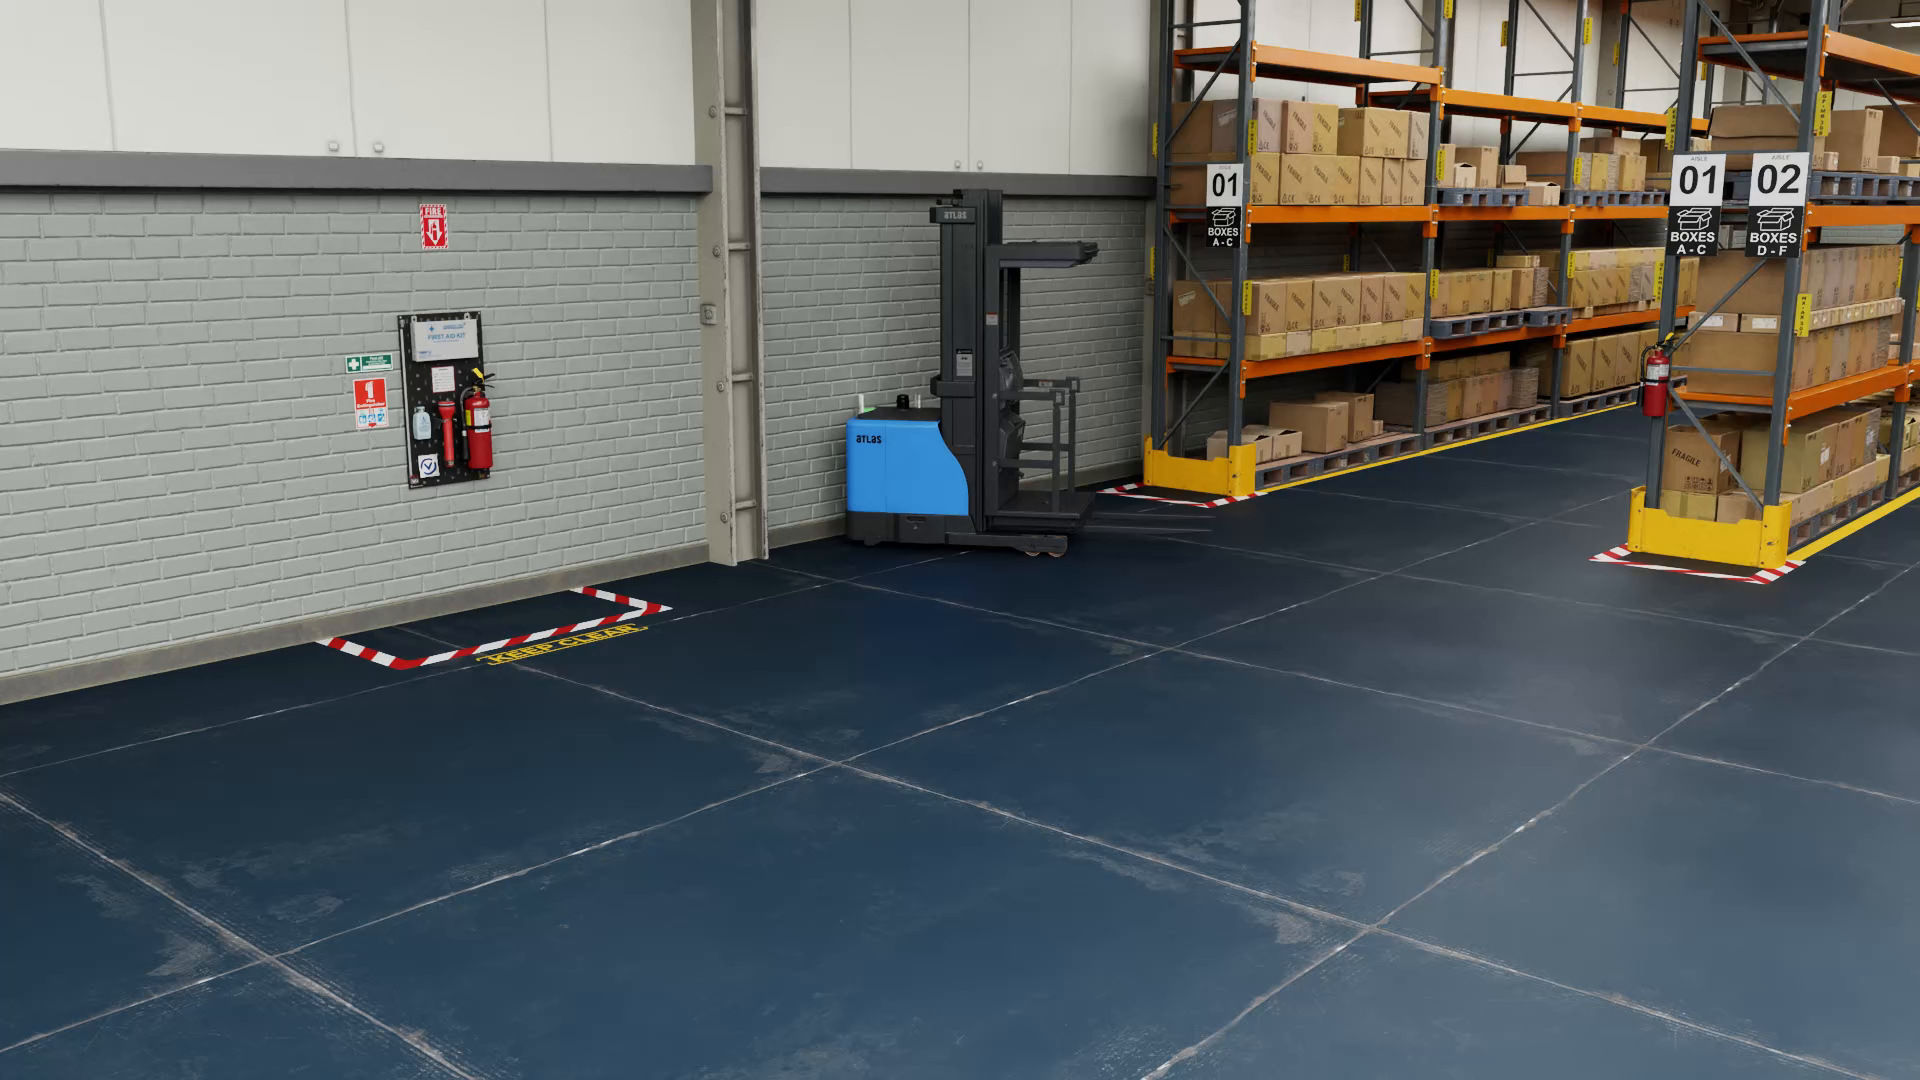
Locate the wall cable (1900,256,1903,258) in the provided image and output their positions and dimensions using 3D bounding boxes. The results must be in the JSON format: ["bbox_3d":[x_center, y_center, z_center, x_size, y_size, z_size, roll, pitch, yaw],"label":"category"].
[{"bbox_3d":[16.922,-6.540,31.910,3.097,2.526,0.112,10,15,40],"label":"wall cable"}]

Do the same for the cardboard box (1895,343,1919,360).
[{"bbox_3d":[9.460,-1.911,16.760,0.380,0.149,0.250,10,15,40],"label":"cardboard box"}]

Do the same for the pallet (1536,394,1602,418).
[{"bbox_3d":[8.216,-1.897,23.170,1.003,0.211,1.213,10,15,40],"label":"pallet"}]

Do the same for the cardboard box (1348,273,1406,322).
[{"bbox_3d":[4.593,-2.690,18.438,0.500,0.500,0.500,10,15,40],"label":"cardboard box"}]

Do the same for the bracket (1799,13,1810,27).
[{"bbox_3d":[16.157,-9.915,31.689,0.235,0.232,0.430,10,15,40],"label":"bracket"}]

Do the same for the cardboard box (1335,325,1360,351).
[{"bbox_3d":[3.927,-2.175,17.773,0.500,0.250,0.500,10,15,41],"label":"cardboard box"}]

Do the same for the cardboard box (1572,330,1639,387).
[{"bbox_3d":[9.363,-2.655,24.261,0.750,0.750,0.750,10,15,42],"label":"cardboard box"}]

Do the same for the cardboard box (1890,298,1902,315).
[{"bbox_3d":[8.703,-2.229,15.803,0.380,0.149,0.250,10,15,40],"label":"cardboard box"}]

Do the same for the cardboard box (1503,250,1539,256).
[{"bbox_3d":[7.743,-3.831,22.753,0.500,0.250,0.500,10,15,42],"label":"cardboard box"}]

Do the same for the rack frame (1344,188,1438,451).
[{"bbox_3d":[4.998,-2.570,19.419,1.000,3.000,0.127,10,15,40],"label":"rack frame"}]

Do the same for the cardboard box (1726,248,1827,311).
[{"bbox_3d":[6.777,-2.179,13.897,0.700,0.500,0.500,9,15,39],"label":"cardboard box"}]

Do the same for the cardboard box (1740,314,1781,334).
[{"bbox_3d":[6.502,-1.738,13.345,0.380,0.149,0.250,10,15,40],"label":"cardboard box"}]

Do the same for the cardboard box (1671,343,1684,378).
[{"bbox_3d":[10.850,-2.824,26.000,0.700,0.500,0.500,10,15,41],"label":"cardboard box"}]

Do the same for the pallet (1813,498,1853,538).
[{"bbox_3d":[7.360,-0.271,15.026,1.003,0.211,1.213,10,15,40],"label":"pallet"}]

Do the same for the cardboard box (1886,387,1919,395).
[{"bbox_3d":[10.796,-1.612,19.139,0.500,0.311,0.500,10,15,42],"label":"cardboard box"}]

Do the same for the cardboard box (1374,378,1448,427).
[{"bbox_3d":[5.472,-1.670,20.173,0.700,0.500,0.500,10,15,42],"label":"cardboard box"}]

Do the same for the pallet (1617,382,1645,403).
[{"bbox_3d":[9.826,-2.256,24.968,1.003,0.211,1.213,10,15,40],"label":"pallet"}]

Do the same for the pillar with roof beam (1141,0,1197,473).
[{"bbox_3d":[5.404,-4.581,14.173,9.100,9.000,0.400,10,15,40],"label":"pillar with roof beam"}]

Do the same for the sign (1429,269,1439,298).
[{"bbox_3d":[5.411,-2.925,18.988,0.100,0.325,0.005,10,15,40],"label":"sign"}]

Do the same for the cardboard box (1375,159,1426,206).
[{"bbox_3d":[4.849,-3.993,18.579,0.500,0.500,0.500,10,15,42],"label":"cardboard box"}]

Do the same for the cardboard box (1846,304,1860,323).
[{"bbox_3d":[7.691,-2.003,14.671,0.380,0.149,0.250,10,15,42],"label":"cardboard box"}]

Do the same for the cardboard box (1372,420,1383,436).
[{"bbox_3d":[4.668,-1.313,19.240,0.380,0.166,0.250,7,14,33],"label":"cardboard box"}]

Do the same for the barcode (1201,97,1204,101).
[{"bbox_3d":[2.451,-4.455,16.859,0.001,0.075,0.075,10,15,40],"label":"barcode"}]

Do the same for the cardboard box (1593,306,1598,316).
[{"bbox_3d":[8.680,-3.220,23.263,0.380,0.149,0.250,10,15,42],"label":"cardboard box"}]

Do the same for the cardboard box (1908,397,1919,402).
[{"bbox_3d":[10.528,-1.391,18.032,0.500,0.311,0.500,10,15,40],"label":"cardboard box"}]

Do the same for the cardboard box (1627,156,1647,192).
[{"bbox_3d":[9.616,-5.367,24.388,0.700,0.500,0.500,9,14,37],"label":"cardboard box"}]

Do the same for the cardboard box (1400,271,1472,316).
[{"bbox_3d":[5.734,-2.986,20.126,0.500,0.500,0.700,-10,15,-42],"label":"cardboard box"}]

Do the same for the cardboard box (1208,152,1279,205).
[{"bbox_3d":[2.766,-3.528,16.251,0.500,0.500,0.500,10,15,42],"label":"cardboard box"}]

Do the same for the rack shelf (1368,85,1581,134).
[{"bbox_3d":[6.318,-5.257,20.414,1.077,0.370,4.000,10,15,40],"label":"rack shelf"}]

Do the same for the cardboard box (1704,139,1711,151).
[{"bbox_3d":[11.295,-5.912,25.634,0.500,0.500,0.500,9,15,39],"label":"cardboard box"}]

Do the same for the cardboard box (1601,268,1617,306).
[{"bbox_3d":[8.833,-3.550,23.261,0.500,0.500,0.500,10,15,40],"label":"cardboard box"}]

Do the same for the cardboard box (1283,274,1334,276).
[{"bbox_3d":[3.854,-2.683,18.405,0.500,0.500,0.500,10,15,42],"label":"cardboard box"}]

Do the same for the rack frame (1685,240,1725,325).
[{"bbox_3d":[12.920,-4.335,28.258,1.000,3.000,0.127,10,15,40],"label":"rack frame"}]

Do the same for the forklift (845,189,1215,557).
[{"bbox_3d":[0.611,-1.414,13.806,3.031,2.935,1.130,2,12,11],"label":"forklift"}]

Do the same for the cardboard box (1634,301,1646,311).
[{"bbox_3d":[9.785,-3.428,24.307,0.380,0.149,0.250,10,15,40],"label":"cardboard box"}]

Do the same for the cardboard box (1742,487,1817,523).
[{"bbox_3d":[6.930,-0.323,14.118,0.500,0.250,0.500,10,15,40],"label":"cardboard box"}]

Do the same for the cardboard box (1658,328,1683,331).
[{"bbox_3d":[11.462,-3.338,26.918,0.380,0.149,0.250,9,15,39],"label":"cardboard box"}]

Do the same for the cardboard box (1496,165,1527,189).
[{"bbox_3d":[6.713,-4.511,21.164,0.637,0.503,0.797,-10,15,-40],"label":"cardboard box"}]

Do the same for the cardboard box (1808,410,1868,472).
[{"bbox_3d":[7.914,-0.913,15.155,0.500,0.500,0.500,10,15,40],"label":"cardboard box"}]

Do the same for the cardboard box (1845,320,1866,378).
[{"bbox_3d":[7.756,-1.761,15.114,0.700,0.500,0.500,10,15,41],"label":"cardboard box"}]

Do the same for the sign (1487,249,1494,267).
[{"bbox_3d":[7.220,-3.797,22.609,0.100,0.325,0.005,10,15,40],"label":"sign"}]

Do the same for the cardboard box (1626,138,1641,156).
[{"bbox_3d":[9.600,-5.738,24.328,0.500,0.250,0.500,-11,16,-43],"label":"cardboard box"}]

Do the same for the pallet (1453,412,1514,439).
[{"bbox_3d":[6.316,-1.497,21.169,1.003,0.211,1.213,10,15,40],"label":"pallet"}]

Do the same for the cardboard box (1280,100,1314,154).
[{"bbox_3d":[3.164,-4.094,16.532,0.500,0.500,0.500,10,15,40],"label":"cardboard box"}]

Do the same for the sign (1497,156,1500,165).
[{"bbox_3d":[7.227,-4.994,22.378,0.100,0.325,0.005,10,15,40],"label":"sign"}]

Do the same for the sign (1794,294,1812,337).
[{"bbox_3d":[6.494,-1.732,12.812,0.100,0.325,0.005,10,15,40],"label":"sign"}]

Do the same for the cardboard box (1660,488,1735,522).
[{"bbox_3d":[6.213,-0.316,14.083,0.500,0.250,0.500,10,15,40],"label":"cardboard box"}]

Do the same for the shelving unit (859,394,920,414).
[{"bbox_3d":[-0.609,-0.660,14.419,0.503,1.200,0.258,-1,7,-8],"label":"shelving unit"}]

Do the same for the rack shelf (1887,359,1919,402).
[{"bbox_3d":[10.042,-1.871,17.759,1.077,0.370,4.000,10,15,40],"label":"rack shelf"}]

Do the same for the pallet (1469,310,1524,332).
[{"bbox_3d":[6.363,-2.768,20.899,1.003,0.211,1.213,10,15,40],"label":"pallet"}]

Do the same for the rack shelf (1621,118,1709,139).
[{"bbox_3d":[11.599,-6.434,26.307,1.077,0.370,4.000,10,15,40],"label":"rack shelf"}]

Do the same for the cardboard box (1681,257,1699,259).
[{"bbox_3d":[11.608,-4.187,26.748,0.980,0.700,0.700,9,14,38],"label":"cardboard box"}]

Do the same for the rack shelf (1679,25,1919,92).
[{"bbox_3d":[7.402,-4.029,14.264,1.077,0.370,4.000,10,15,40],"label":"rack shelf"}]

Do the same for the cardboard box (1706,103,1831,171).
[{"bbox_3d":[6.464,-3.221,13.330,0.637,0.503,0.797,-11,16,-44],"label":"cardboard box"}]

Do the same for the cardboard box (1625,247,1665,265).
[{"bbox_3d":[10.163,-4.217,24.688,0.500,0.250,0.500,10,15,42],"label":"cardboard box"}]
